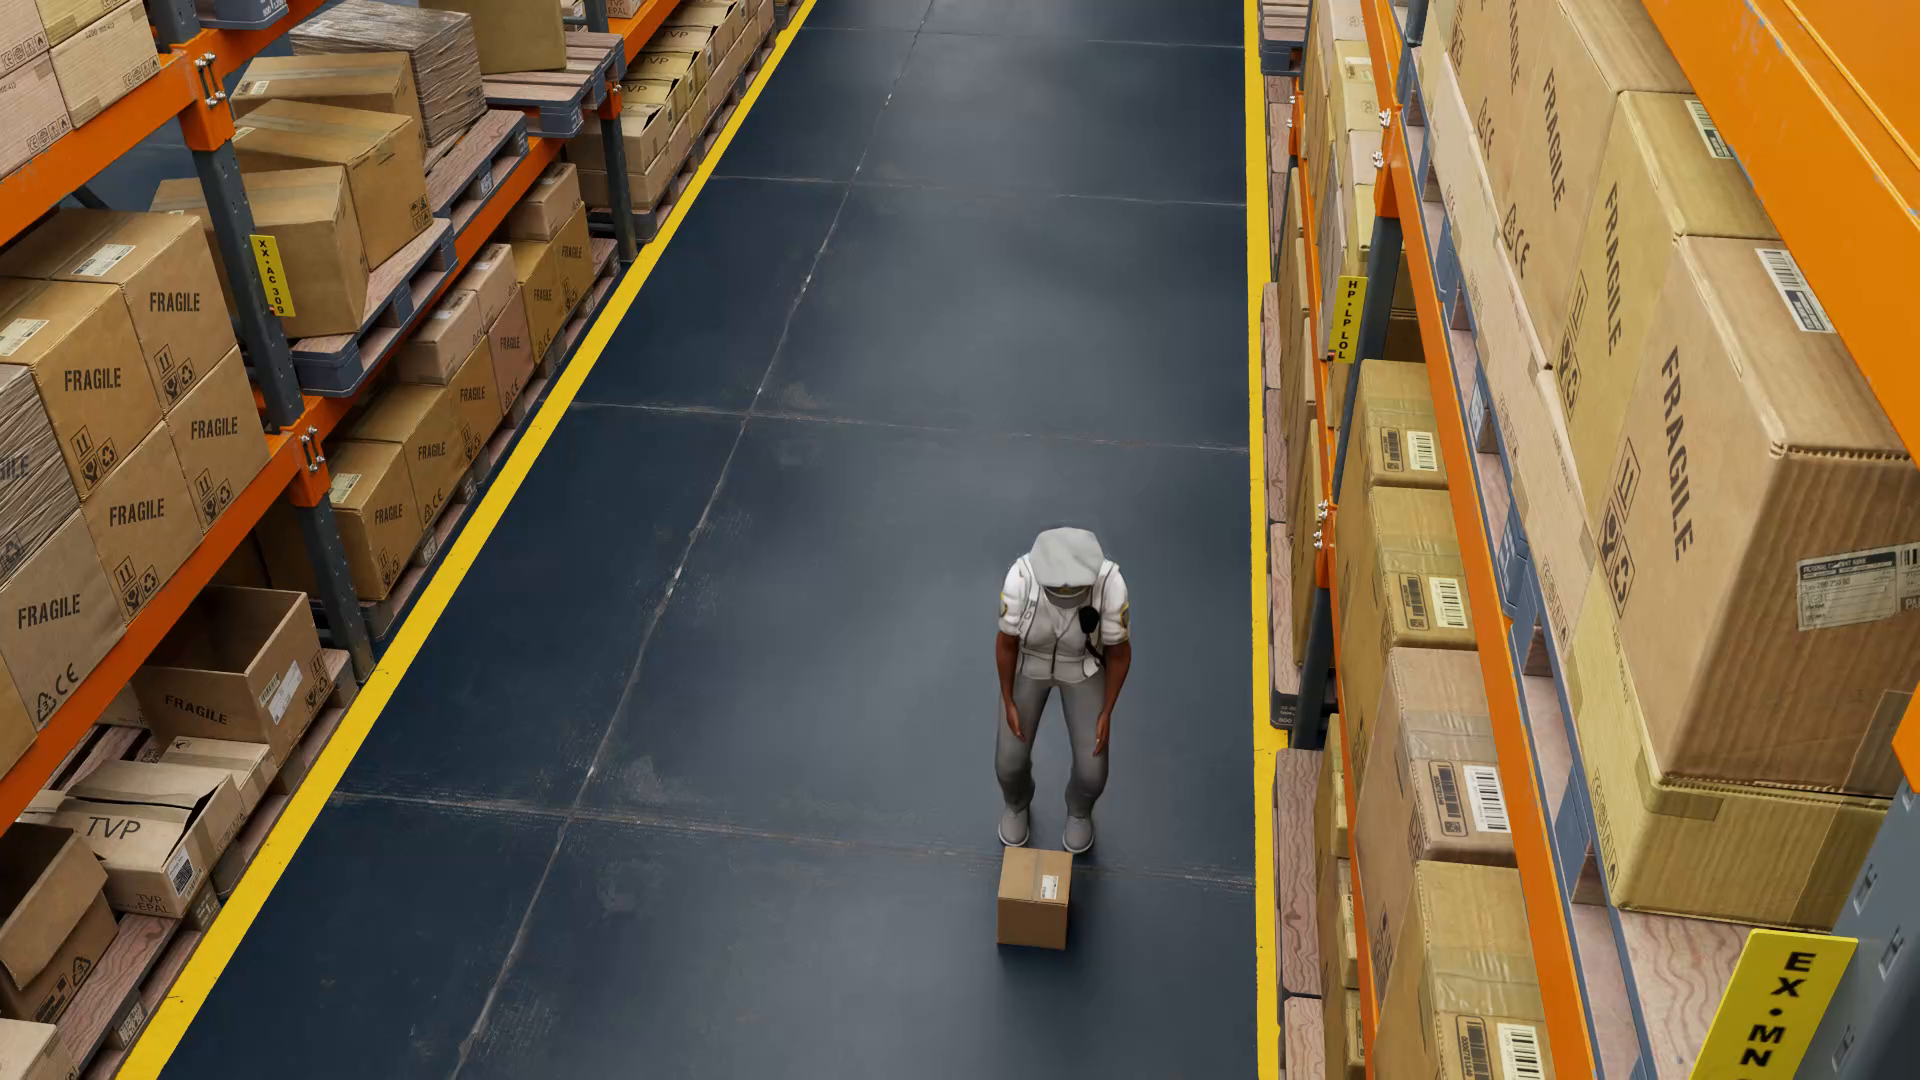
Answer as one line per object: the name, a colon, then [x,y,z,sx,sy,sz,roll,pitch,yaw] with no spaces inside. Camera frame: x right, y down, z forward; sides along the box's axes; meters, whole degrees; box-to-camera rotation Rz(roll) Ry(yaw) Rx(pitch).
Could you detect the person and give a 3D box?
person: [0.371,0.535,6.047,0.484,1.528,0.585,5,37,7]
